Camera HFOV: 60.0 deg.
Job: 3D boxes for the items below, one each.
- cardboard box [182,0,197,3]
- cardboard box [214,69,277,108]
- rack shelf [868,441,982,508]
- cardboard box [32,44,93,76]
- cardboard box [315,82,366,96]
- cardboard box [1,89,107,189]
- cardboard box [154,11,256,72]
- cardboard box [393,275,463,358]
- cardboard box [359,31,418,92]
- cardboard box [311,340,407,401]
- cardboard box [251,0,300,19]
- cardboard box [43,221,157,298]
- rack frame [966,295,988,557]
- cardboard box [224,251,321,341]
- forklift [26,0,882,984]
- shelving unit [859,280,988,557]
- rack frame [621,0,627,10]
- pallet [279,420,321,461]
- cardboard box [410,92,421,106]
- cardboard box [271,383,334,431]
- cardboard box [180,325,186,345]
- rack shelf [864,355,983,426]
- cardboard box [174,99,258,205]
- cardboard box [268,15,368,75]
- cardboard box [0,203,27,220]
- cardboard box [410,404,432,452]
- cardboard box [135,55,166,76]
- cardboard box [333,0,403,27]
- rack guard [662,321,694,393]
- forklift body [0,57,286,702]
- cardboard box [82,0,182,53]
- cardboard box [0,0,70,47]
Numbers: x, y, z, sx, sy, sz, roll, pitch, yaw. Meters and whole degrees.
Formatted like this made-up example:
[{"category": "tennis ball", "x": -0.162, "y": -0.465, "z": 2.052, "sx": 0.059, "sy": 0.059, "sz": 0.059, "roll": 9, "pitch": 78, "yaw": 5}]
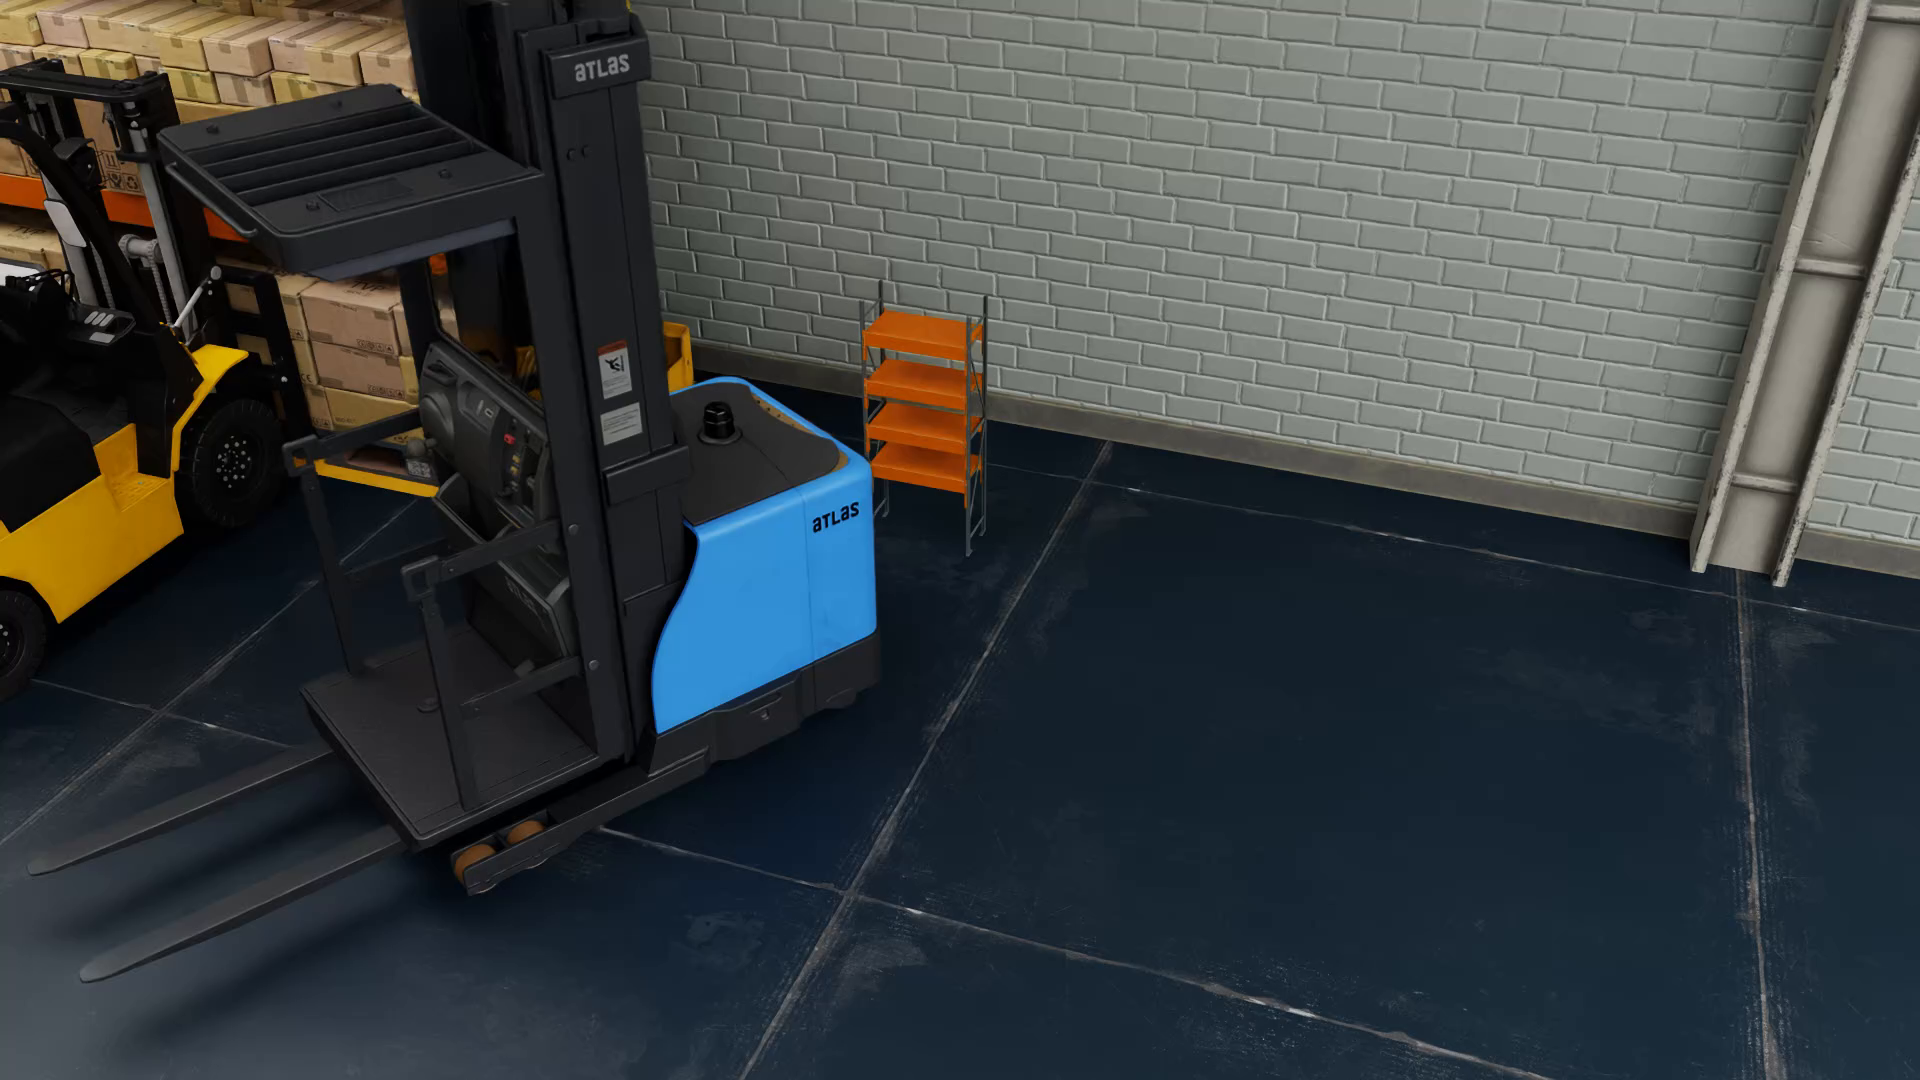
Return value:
[{"category": "cardboard box", "x": -3.688, "y": -2.628, "z": 8.091, "sx": 0.250, "sy": 0.149, "sz": 0.380, "roll": 12, "pitch": 35, "yaw": 18}, {"category": "cardboard box", "x": -3.139, "y": -2.095, "z": 7.539, "sx": 0.250, "sy": 0.149, "sz": 0.380, "roll": 10, "pitch": 34, "yaw": 15}, {"category": "rack shelf", "x": -0.156, "y": -0.311, "z": 7.616, "sx": 0.480, "sy": 0.148, "sz": 0.258, "roll": 11, "pitch": 34, "yaw": 16}, {"category": "cardboard box", "x": -4.106, "y": -2.279, "z": 7.824, "sx": 0.250, "sy": 0.149, "sz": 0.380, "roll": 10, "pitch": 34, "yaw": 15}, {"category": "cardboard box", "x": -2.643, "y": -2.019, "z": 7.422, "sx": 0.250, "sy": 0.149, "sz": 0.380, "roll": 12, "pitch": 35, "yaw": 17}, {"category": "cardboard box", "x": -4.210, "y": -2.054, "z": 8.074, "sx": 0.500, "sy": 0.500, "sz": 0.500, "roll": 11, "pitch": 34, "yaw": 16}, {"category": "cardboard box", "x": -3.391, "y": -2.254, "z": 7.511, "sx": 0.250, "sy": 0.149, "sz": 0.380, "roll": 12, "pitch": 35, "yaw": 17}, {"category": "cardboard box", "x": -2.286, "y": -1.040, "z": 7.822, "sx": 0.500, "sy": 0.250, "sz": 0.500, "roll": 12, "pitch": 35, "yaw": 18}, {"category": "cardboard box", "x": -2.398, "y": -2.101, "z": 7.274, "sx": 0.250, "sy": 0.149, "sz": 0.380, "roll": 11, "pitch": 34, "yaw": 17}, {"category": "cardboard box", "x": -2.780, "y": -0.932, "z": 8.115, "sx": 0.500, "sy": 0.250, "sz": 0.500, "roll": 11, "pitch": 34, "yaw": 16}, {"category": "cardboard box", "x": -3.178, "y": -2.577, "z": 8.011, "sx": 0.250, "sy": 0.149, "sz": 0.380, "roll": 10, "pitch": 34, "yaw": 15}, {"category": "cardboard box", "x": -4.213, "y": -1.415, "z": 8.402, "sx": 0.500, "sy": 0.250, "sz": 0.500, "roll": 12, "pitch": 35, "yaw": 18}, {"category": "rack frame", "x": 0.074, "y": -0.490, "z": 7.402, "sx": 0.015, "sy": 1.200, "sz": 0.240, "roll": 11, "pitch": 34, "yaw": 16}, {"category": "cardboard box", "x": -3.247, "y": -1.218, "z": 8.097, "sx": 0.500, "sy": 0.250, "sz": 0.500, "roll": 11, "pitch": 35, "yaw": 17}, {"category": "forklift", "x": -1.779, "y": -0.319, "z": 5.542, "sx": 3.031, "sy": 2.935, "sz": 1.130, "roll": -24, "pitch": 40, "yaw": -32}, {"category": "shelving unit", "x": -0.156, "y": -0.534, "z": 7.471, "sx": 0.503, "sy": 1.200, "sz": 0.258, "roll": 11, "pitch": 34, "yaw": 16}, {"category": "rack frame", "x": -1.747, "y": -1.674, "z": 7.577, "sx": 0.127, "sy": 3.000, "sz": 1.000, "roll": 11, "pitch": 34, "yaw": 16}, {"category": "pallet", "x": -3.626, "y": -0.845, "z": 8.864, "sx": 1.213, "sy": 0.211, "sz": 1.003, "roll": 11, "pitch": 34, "yaw": 16}, {"category": "cardboard box", "x": -2.168, "y": -1.909, "z": 7.251, "sx": 0.250, "sy": 0.149, "sz": 0.380, "roll": 12, "pitch": 35, "yaw": 17}, {"category": "cardboard box", "x": -3.229, "y": -0.812, "z": 8.390, "sx": 0.500, "sy": 0.250, "sz": 0.500, "roll": 11, "pitch": 35, "yaw": 17}, {"category": "cardboard box", "x": -3.742, "y": -1.109, "z": 8.389, "sx": 0.500, "sy": 0.250, "sz": 0.500, "roll": 11, "pitch": 34, "yaw": 16}, {"category": "rack shelf", "x": -0.156, "y": -0.666, "z": 7.387, "sx": 0.480, "sy": 0.148, "sz": 0.258, "roll": 11, "pitch": 34, "yaw": 16}, {"category": "cardboard box", "x": -3.267, "y": -1.865, "z": 7.781, "sx": 0.500, "sy": 0.500, "sz": 0.500, "roll": 10, "pitch": 34, "yaw": 16}, {"category": "cardboard box", "x": -2.863, "y": -2.218, "z": 7.456, "sx": 0.250, "sy": 0.149, "sz": 0.380, "roll": 11, "pitch": 35, "yaw": 17}, {"category": "cardboard box", "x": -5.163, "y": -1.599, "z": 8.686, "sx": 0.500, "sy": 0.250, "sz": 0.500, "roll": 10, "pitch": 34, "yaw": 16}, {"category": "cardboard box", "x": -2.296, "y": -0.620, "z": 8.092, "sx": 0.500, "sy": 0.250, "sz": 0.500, "roll": 11, "pitch": 35, "yaw": 17}, {"category": "cardboard box", "x": -3.589, "y": -2.223, "z": 7.737, "sx": 0.250, "sy": 0.149, "sz": 0.380, "roll": 11, "pitch": 34, "yaw": 16}, {"category": "cardboard box", "x": -2.708, "y": -2.443, "z": 7.804, "sx": 0.250, "sy": 0.149, "sz": 0.380, "roll": 11, "pitch": 35, "yaw": 17}, {"category": "rack guard", "x": -1.725, "y": -0.619, "z": 8.248, "sx": 0.348, "sy": 0.500, "sz": 1.175, "roll": 11, "pitch": 34, "yaw": 16}, {"category": "forklift body", "x": -4.148, "y": -0.733, "z": 6.902, "sx": 1.214, "sy": 2.155, "sz": 2.313, "roll": 11, "pitch": 34, "yaw": 16}, {"category": "cardboard box", "x": -3.833, "y": -2.404, "z": 7.743, "sx": 0.250, "sy": 0.149, "sz": 0.380, "roll": 11, "pitch": 34, "yaw": 17}, {"category": "cardboard box", "x": -4.332, "y": -2.459, "z": 7.828, "sx": 0.250, "sy": 0.149, "sz": 0.380, "roll": 10, "pitch": 34, "yaw": 16}]
